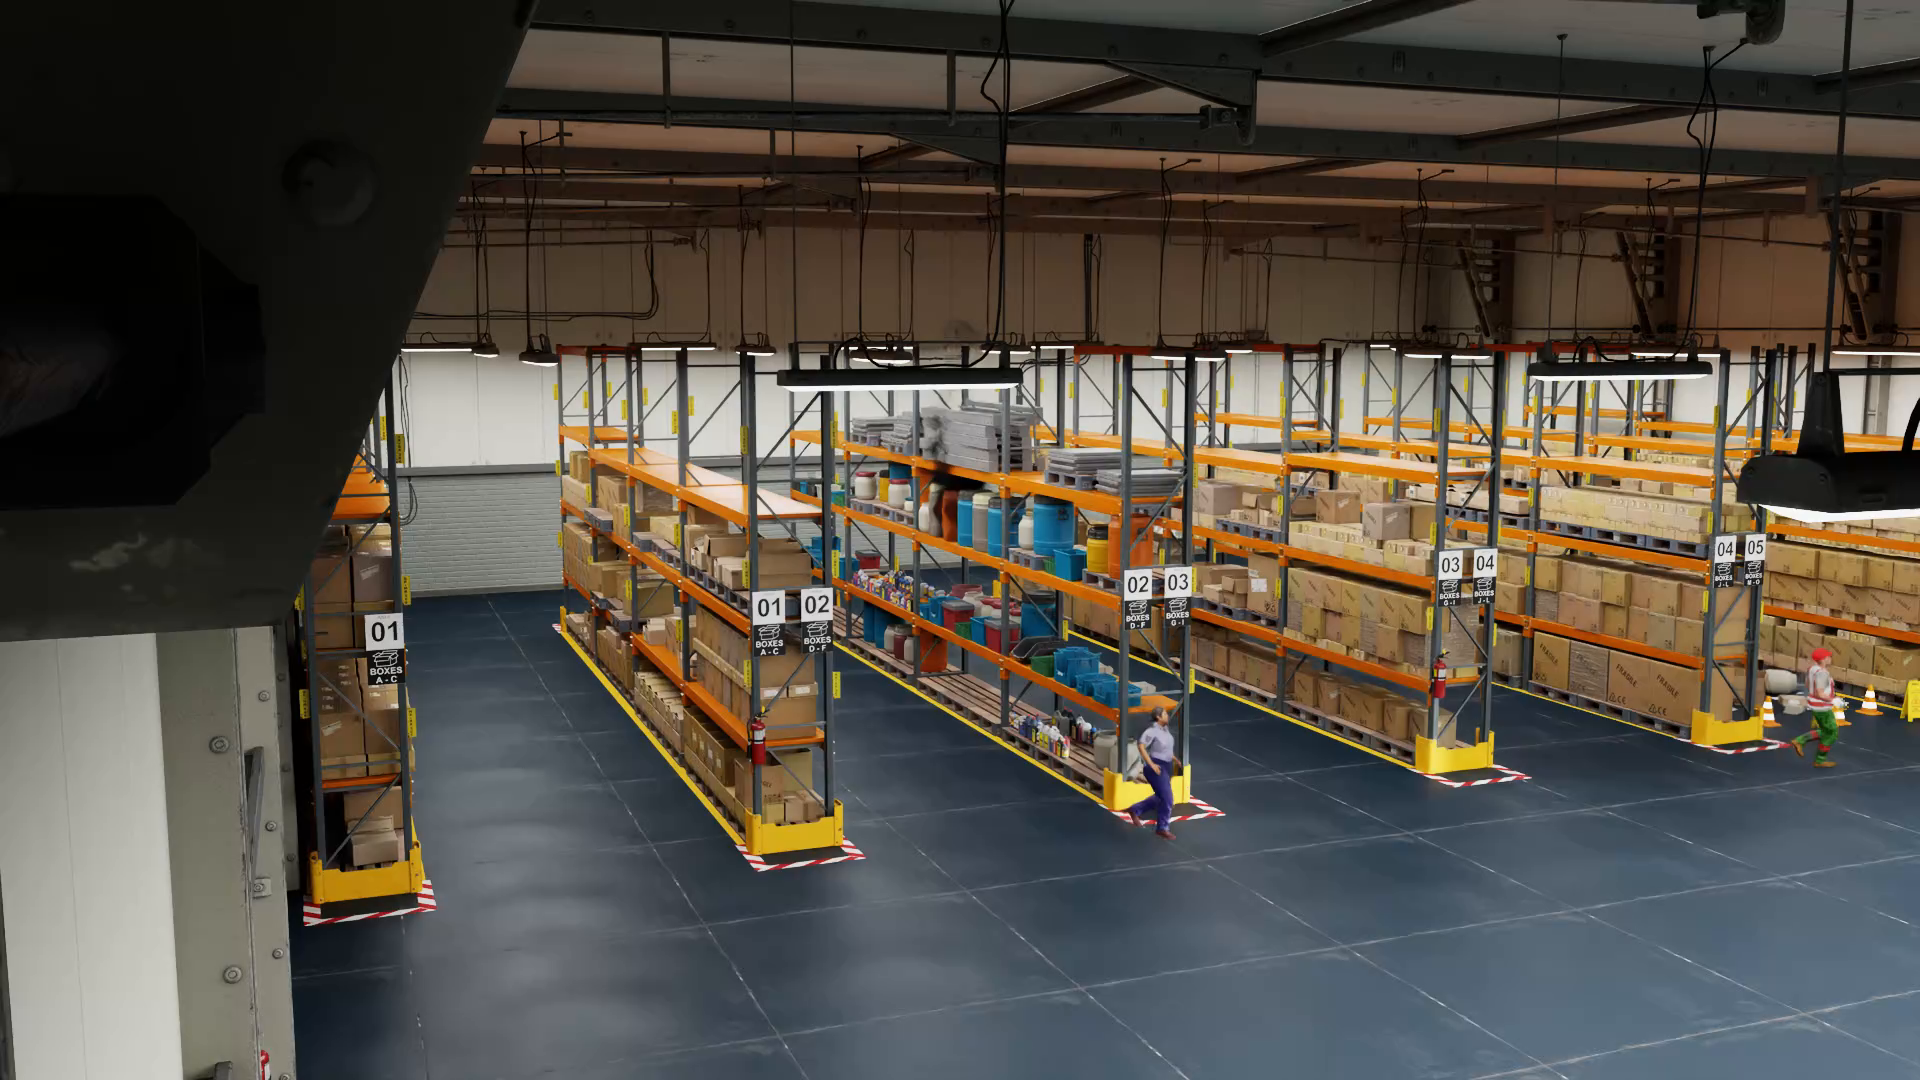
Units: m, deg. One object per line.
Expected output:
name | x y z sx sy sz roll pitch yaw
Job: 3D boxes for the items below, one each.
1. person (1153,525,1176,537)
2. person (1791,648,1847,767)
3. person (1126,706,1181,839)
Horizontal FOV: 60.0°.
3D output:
person | 4.985 0.263 41.100 0.717 1.758 0.749 -6 9 -40
person | 12.413 2.422 24.046 0.620 1.738 0.663 2 7 14
person | 2.452 2.900 20.917 0.709 1.627 0.649 3 8 24
